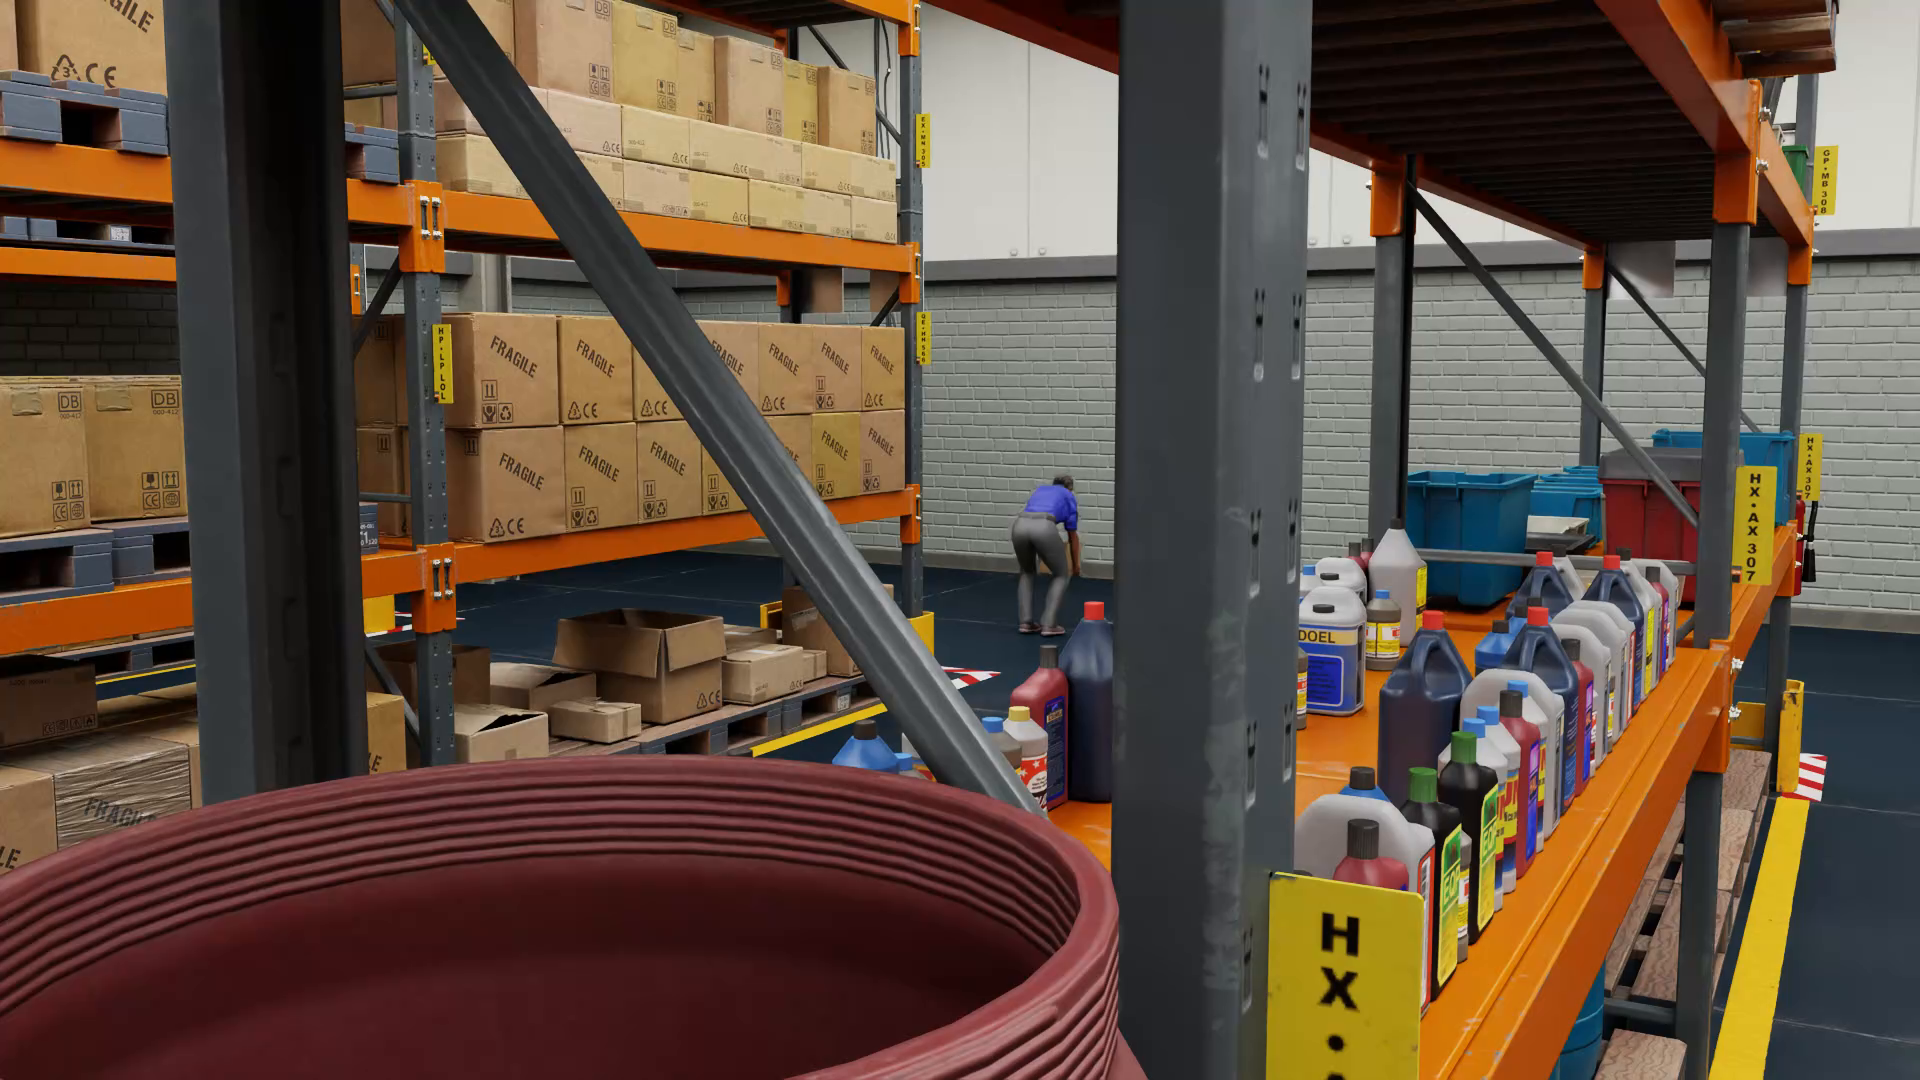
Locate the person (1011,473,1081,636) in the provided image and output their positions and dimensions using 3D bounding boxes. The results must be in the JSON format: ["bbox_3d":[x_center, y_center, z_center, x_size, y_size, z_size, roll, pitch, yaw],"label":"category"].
[{"bbox_3d":[0.693,0.108,12.977,0.426,1.221,0.824,3,7,26],"label":"person"}]
